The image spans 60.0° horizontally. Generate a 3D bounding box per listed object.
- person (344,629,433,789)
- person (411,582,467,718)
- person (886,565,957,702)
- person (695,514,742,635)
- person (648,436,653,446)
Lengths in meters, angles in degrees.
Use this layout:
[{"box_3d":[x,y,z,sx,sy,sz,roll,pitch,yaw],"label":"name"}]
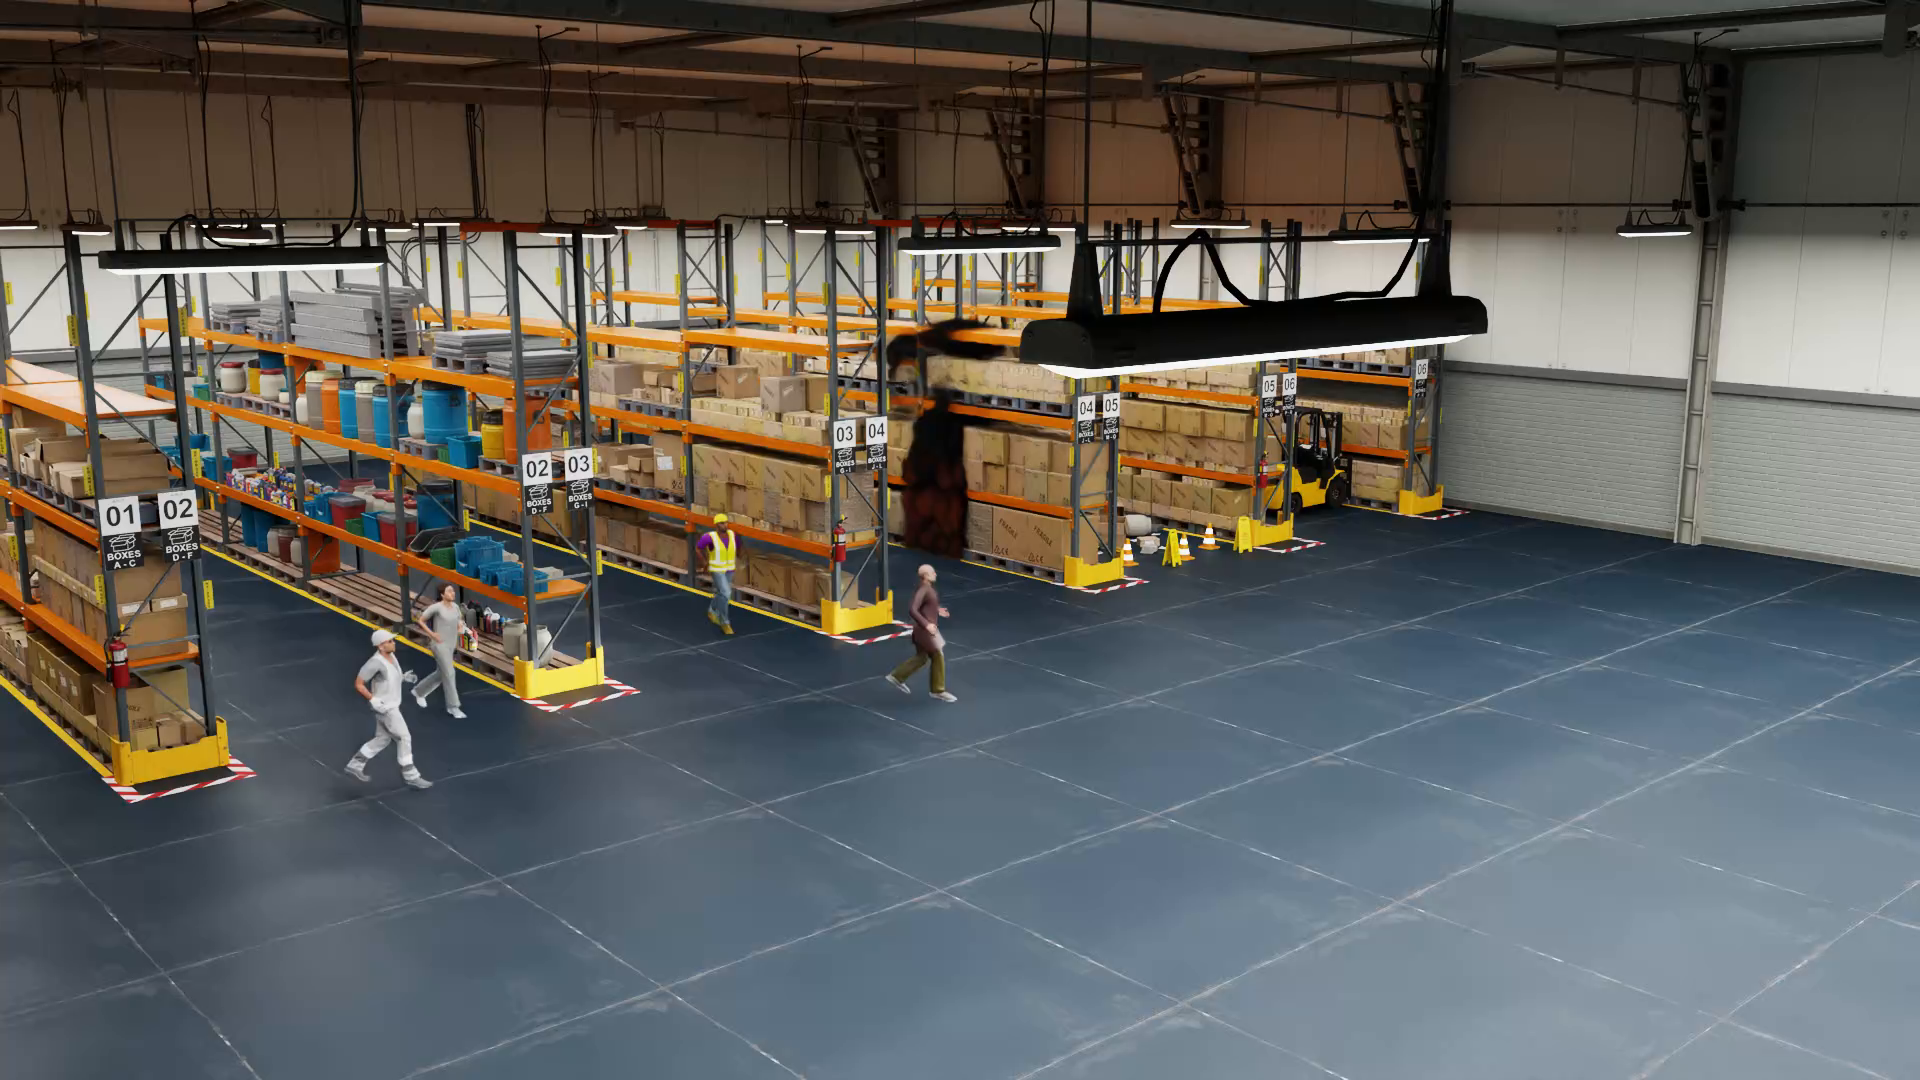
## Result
[{"box_3d":[-6.296,1.843,18.194,0.929,1.803,0.634,-2,12,-9],"label":"person"},{"box_3d":[-6.528,1.357,21.039,0.896,1.680,0.593,5,12,24],"label":"person"},{"box_3d":[-0.504,1.195,21.426,0.921,1.803,0.698,-1,11,-4],"label":"person"},{"box_3d":[-3.592,0.486,25.025,0.686,1.827,0.781,-10,15,-42],"label":"person"},{"box_3d":[-7.816,-3.061,42.403,0.706,1.751,0.984,9,15,38],"label":"person"}]
